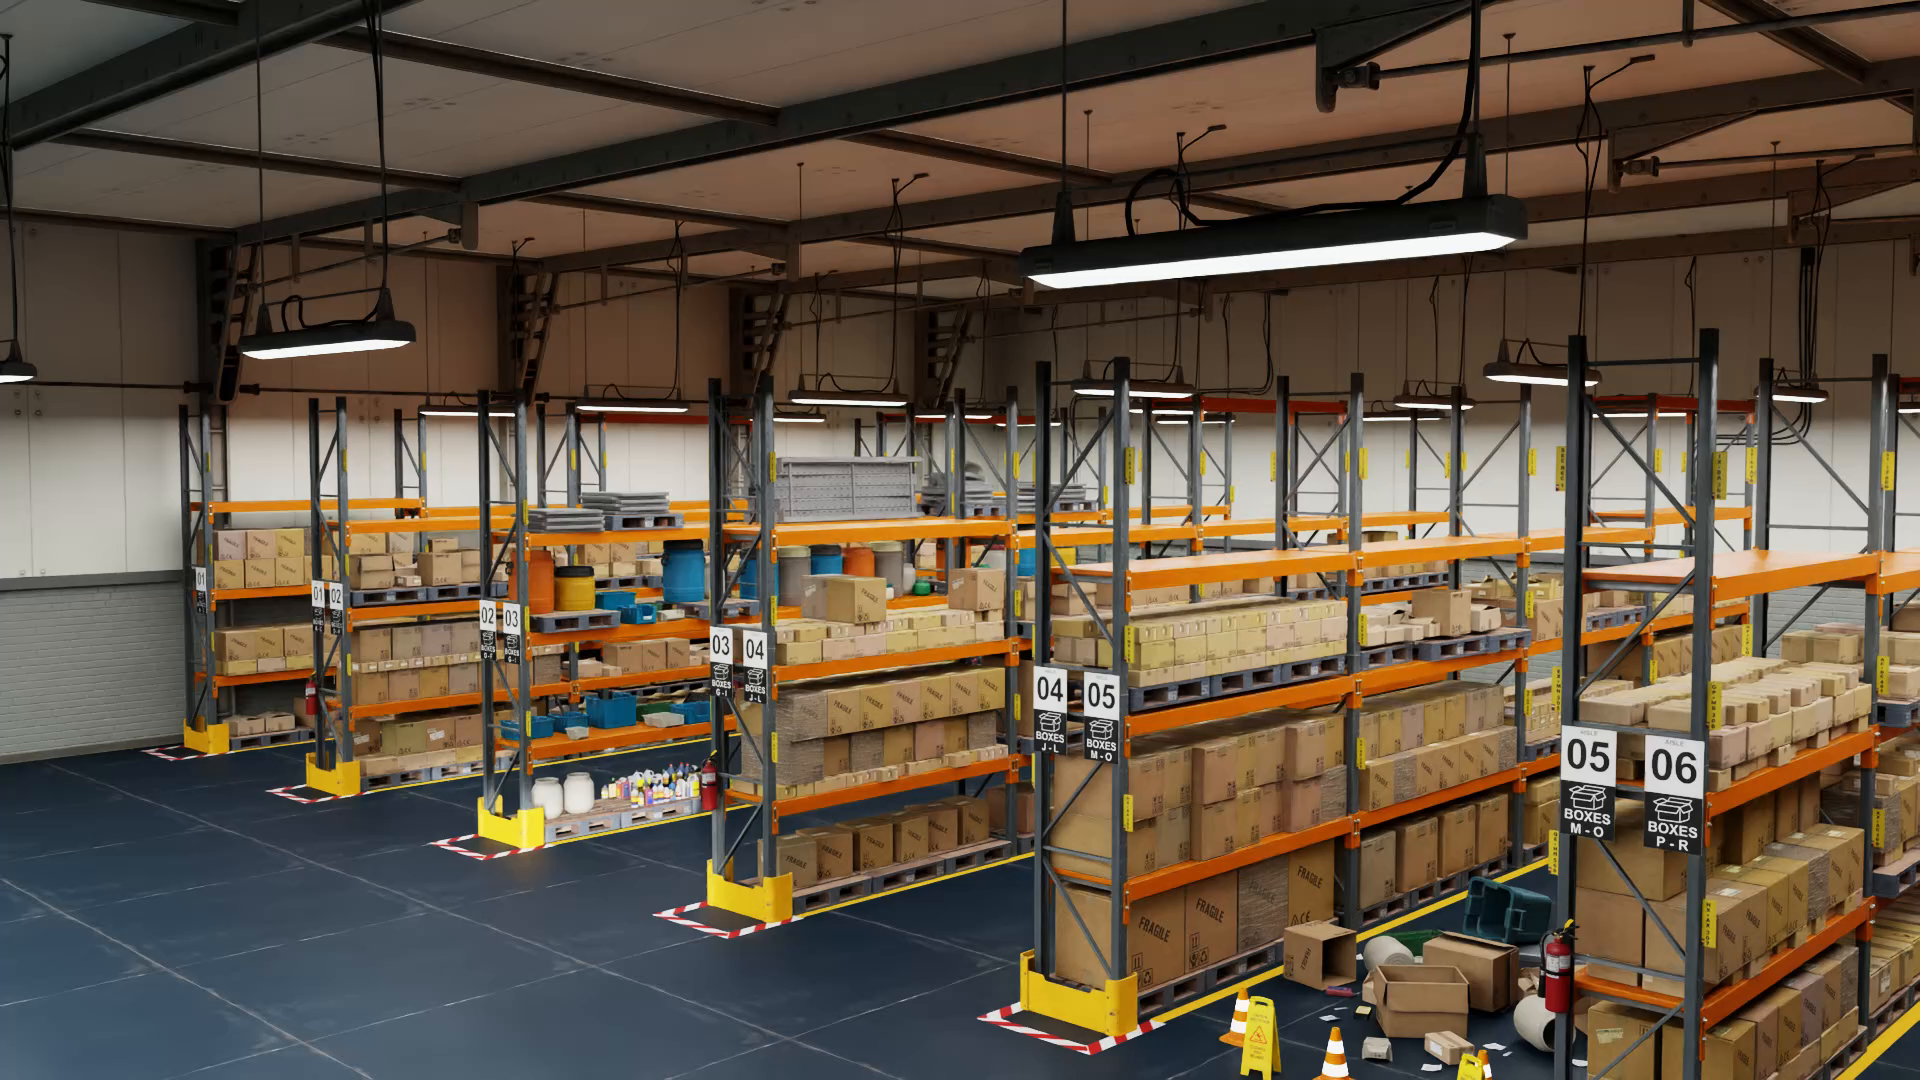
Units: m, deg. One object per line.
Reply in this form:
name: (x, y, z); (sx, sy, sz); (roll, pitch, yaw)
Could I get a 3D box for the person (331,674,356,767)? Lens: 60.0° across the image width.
person: (-10.095, 2.935, 27.507); (0.501, 1.652, 0.813); (0, 3, -9)

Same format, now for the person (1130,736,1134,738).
person: (2.226, 3.248, 21.059); (0.542, 1.576, 0.647); (3, 4, 45)
